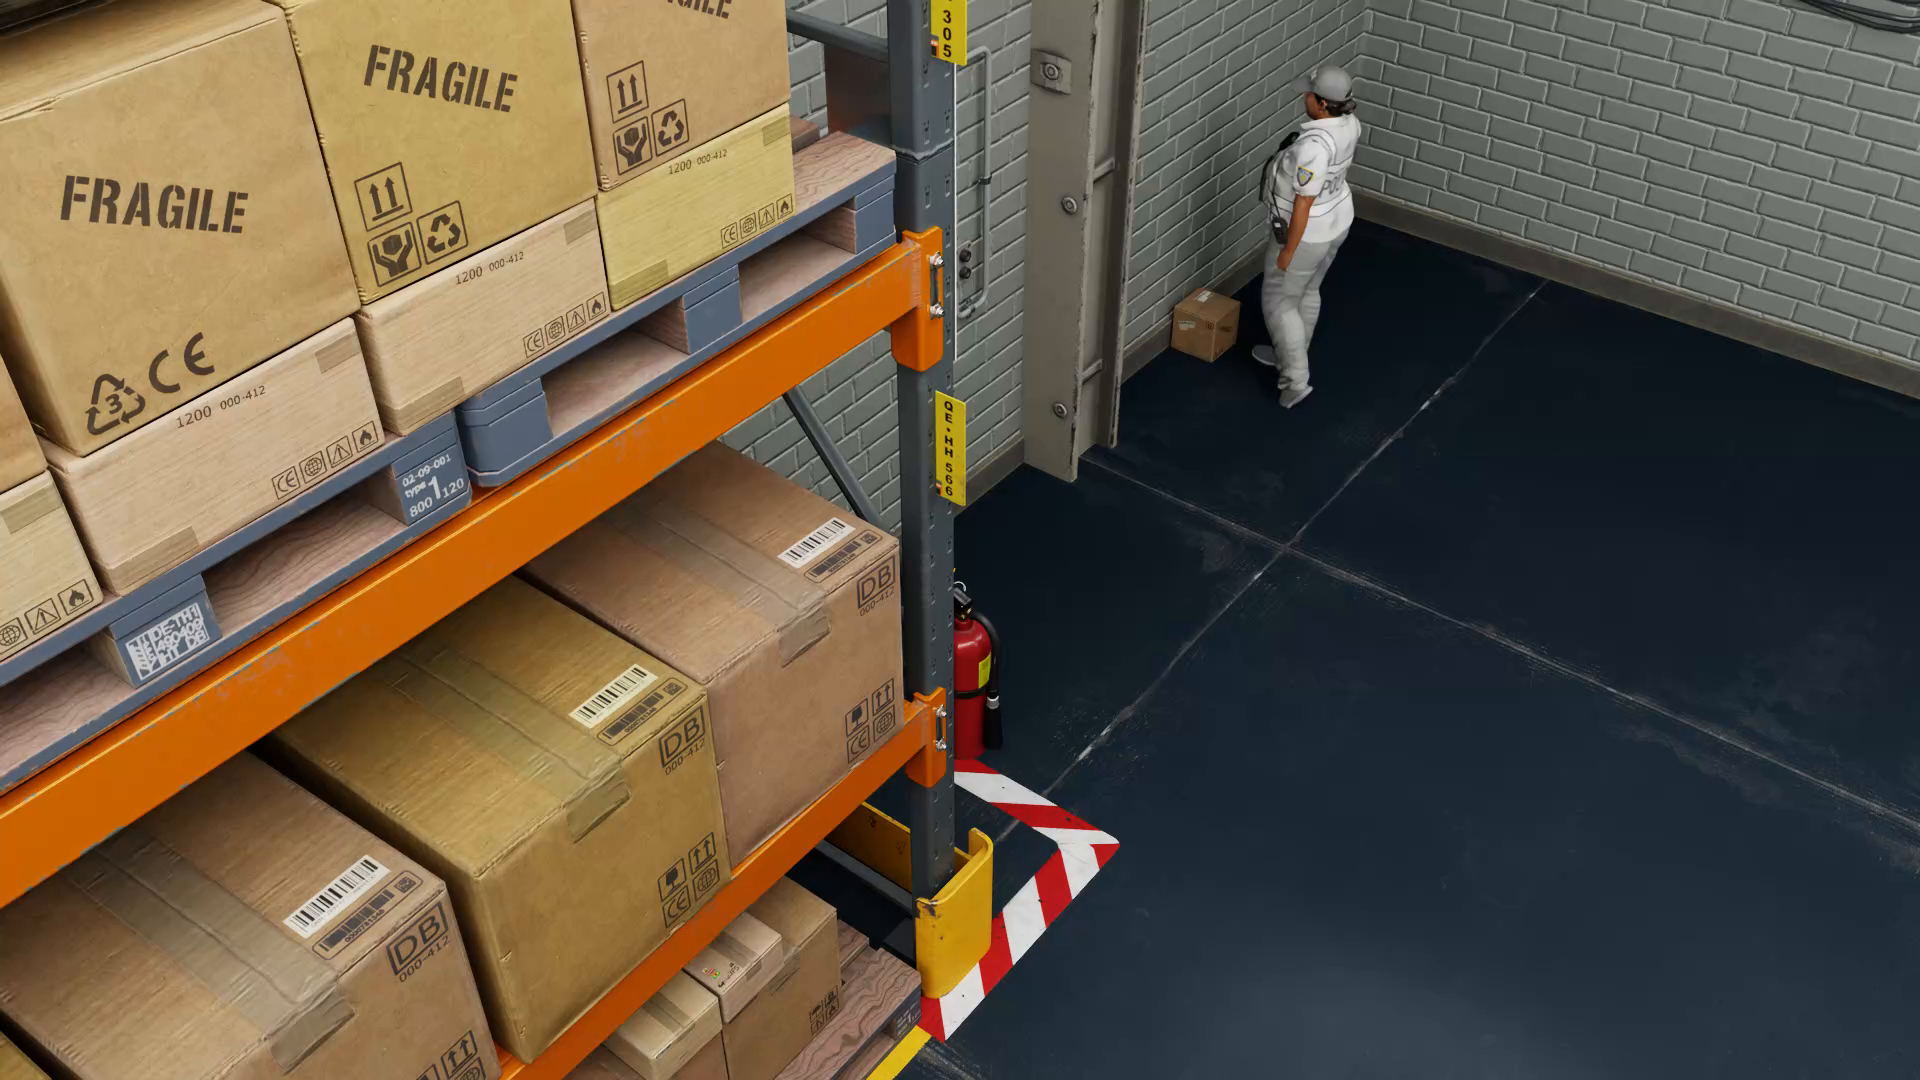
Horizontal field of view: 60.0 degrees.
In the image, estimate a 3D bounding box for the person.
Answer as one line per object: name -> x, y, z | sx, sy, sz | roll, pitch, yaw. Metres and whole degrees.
person -> 1.659, -1.453, 7.992 | 0.474, 1.733, 0.492 | 26, 46, 28
